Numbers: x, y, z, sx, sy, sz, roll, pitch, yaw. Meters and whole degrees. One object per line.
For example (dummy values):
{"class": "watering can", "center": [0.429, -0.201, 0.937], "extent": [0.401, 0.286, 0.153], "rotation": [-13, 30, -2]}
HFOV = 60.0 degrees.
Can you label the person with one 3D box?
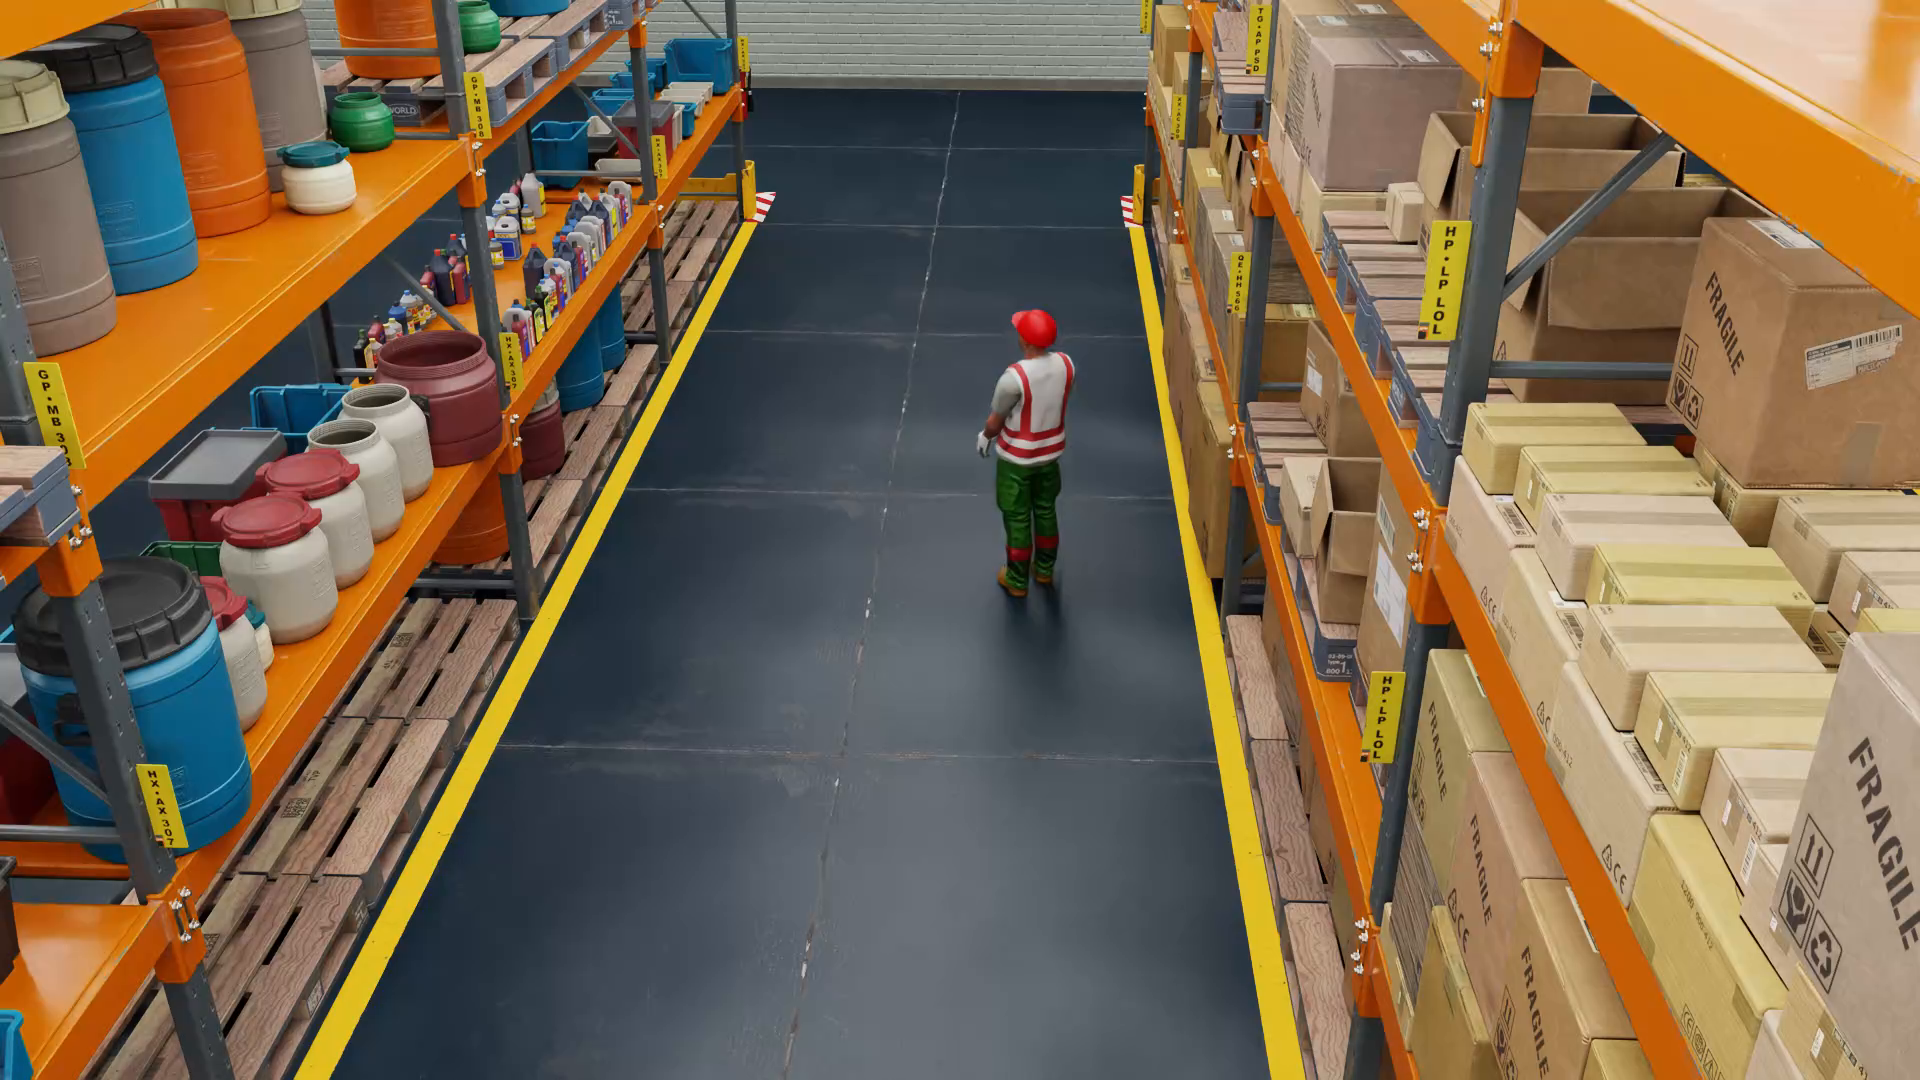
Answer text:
{"class": "person", "center": [0.376, -0.519, 9.567], "extent": [0.566, 1.795, 0.508], "rotation": [-18, 33, -30]}
